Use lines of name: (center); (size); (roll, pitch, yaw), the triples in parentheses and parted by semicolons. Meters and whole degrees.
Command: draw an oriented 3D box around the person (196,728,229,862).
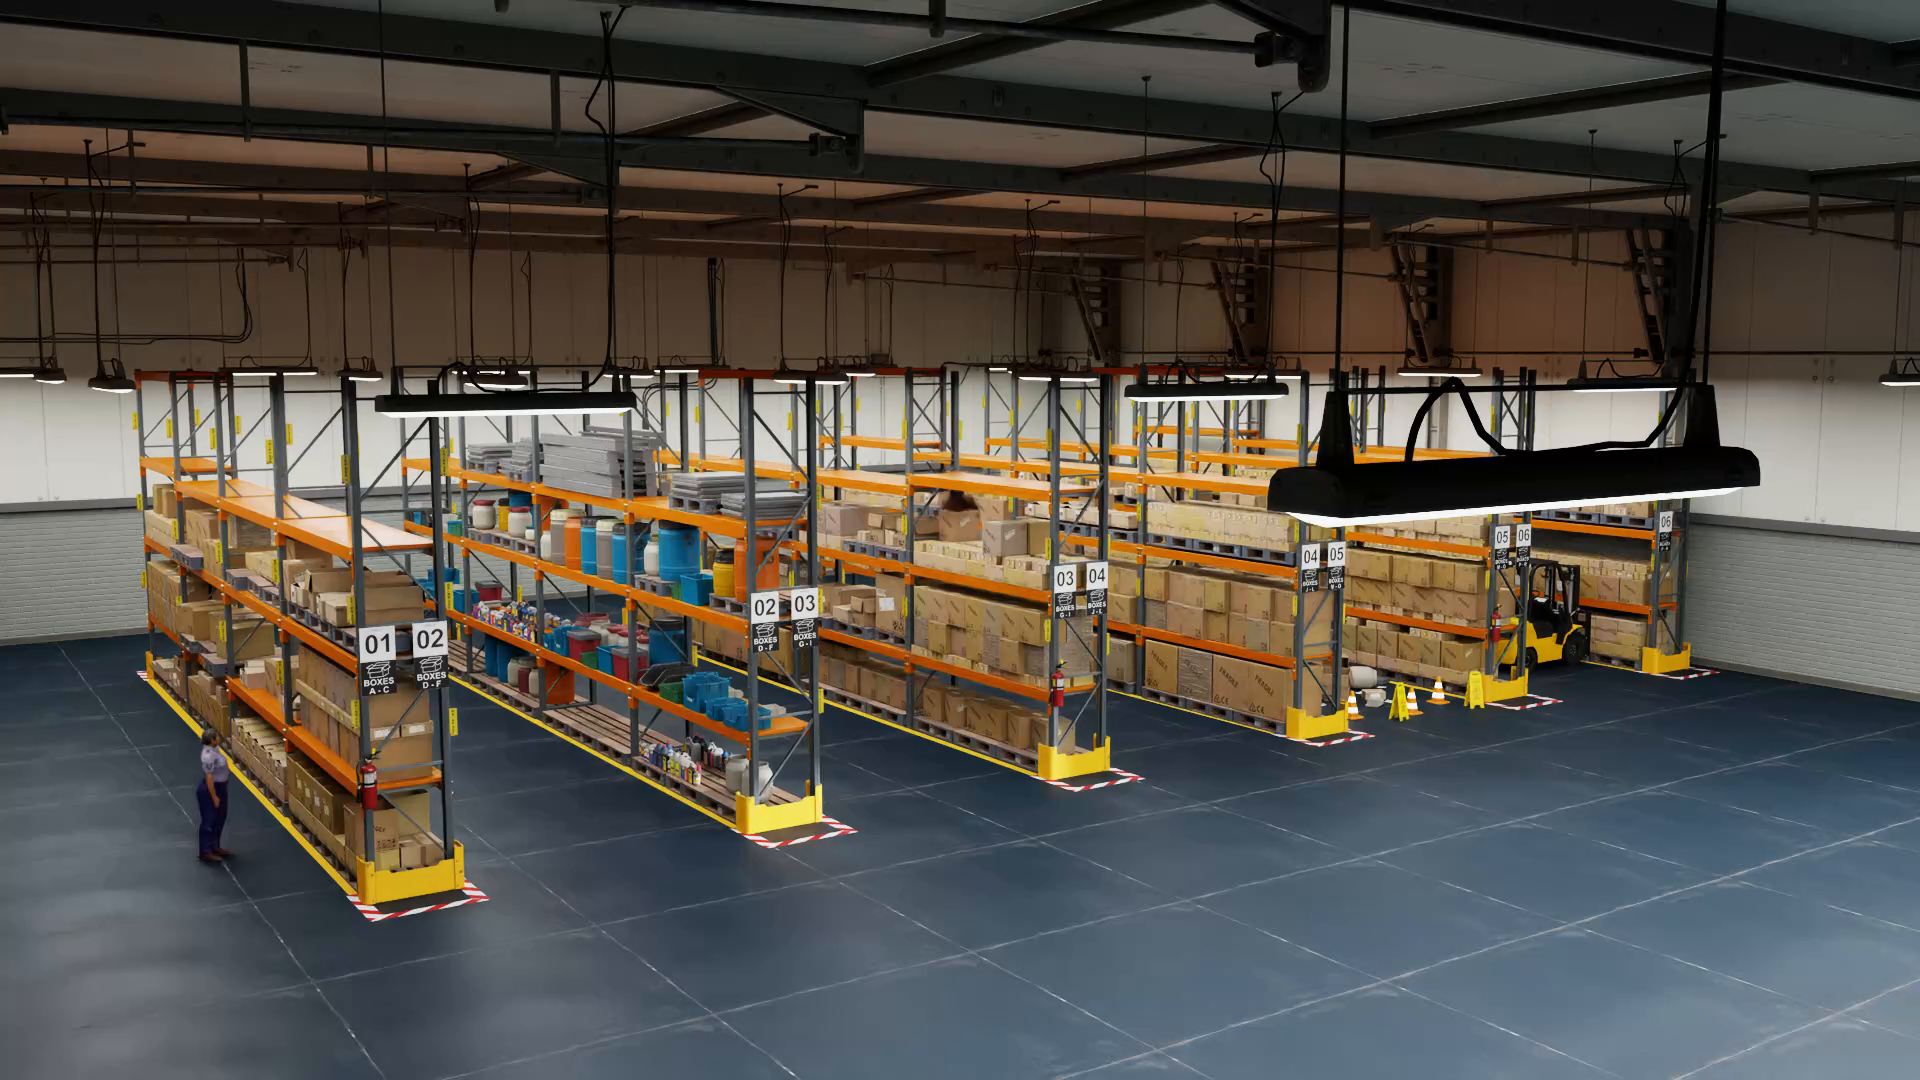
person: (-9.346, 3.168, 20.845); (0.377, 1.661, 0.523); (0, 6, -4)
